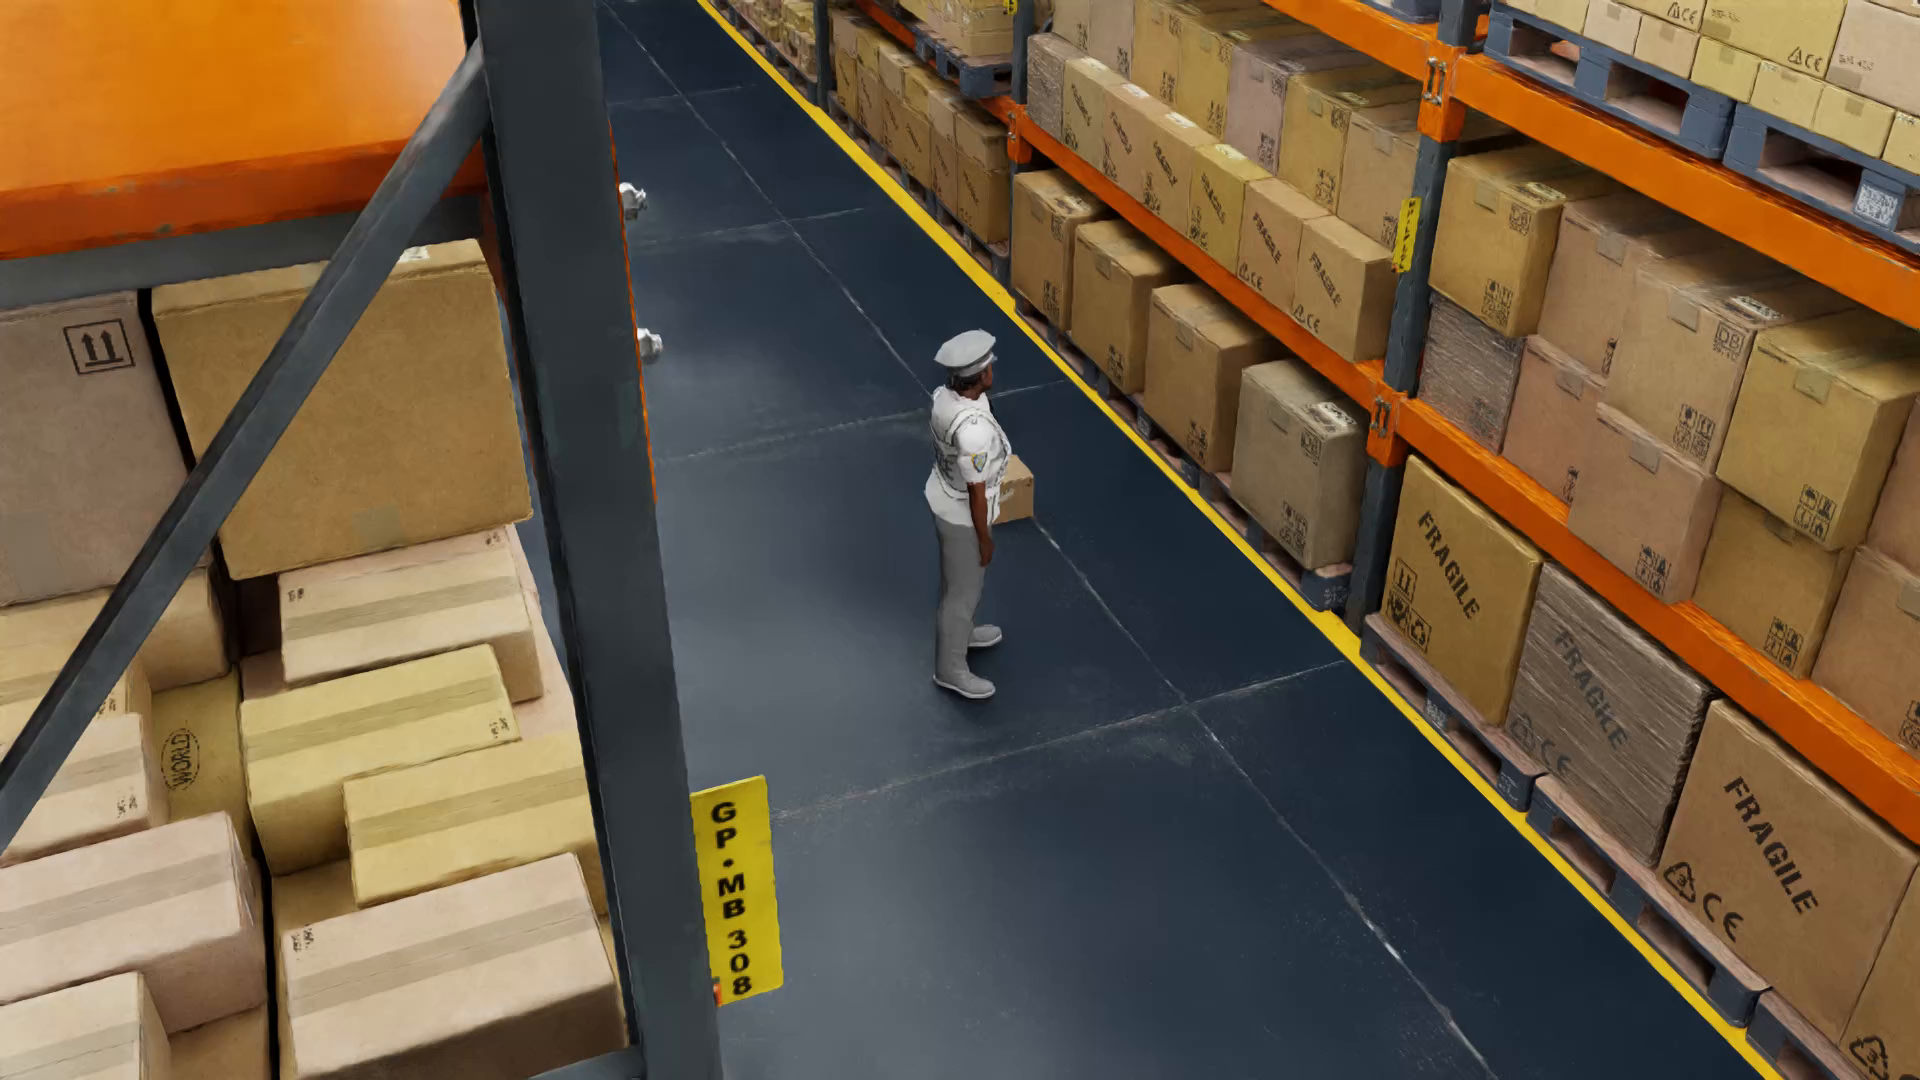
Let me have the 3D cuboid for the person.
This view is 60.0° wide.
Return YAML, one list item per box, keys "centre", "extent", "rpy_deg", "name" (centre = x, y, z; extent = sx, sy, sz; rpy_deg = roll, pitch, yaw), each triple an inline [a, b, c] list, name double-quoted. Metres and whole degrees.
- centre: [0.046, -0.121, 7.268]
  extent: [0.389, 1.680, 0.536]
  rpy_deg: [-7, 34, -11]
  name: "person"
